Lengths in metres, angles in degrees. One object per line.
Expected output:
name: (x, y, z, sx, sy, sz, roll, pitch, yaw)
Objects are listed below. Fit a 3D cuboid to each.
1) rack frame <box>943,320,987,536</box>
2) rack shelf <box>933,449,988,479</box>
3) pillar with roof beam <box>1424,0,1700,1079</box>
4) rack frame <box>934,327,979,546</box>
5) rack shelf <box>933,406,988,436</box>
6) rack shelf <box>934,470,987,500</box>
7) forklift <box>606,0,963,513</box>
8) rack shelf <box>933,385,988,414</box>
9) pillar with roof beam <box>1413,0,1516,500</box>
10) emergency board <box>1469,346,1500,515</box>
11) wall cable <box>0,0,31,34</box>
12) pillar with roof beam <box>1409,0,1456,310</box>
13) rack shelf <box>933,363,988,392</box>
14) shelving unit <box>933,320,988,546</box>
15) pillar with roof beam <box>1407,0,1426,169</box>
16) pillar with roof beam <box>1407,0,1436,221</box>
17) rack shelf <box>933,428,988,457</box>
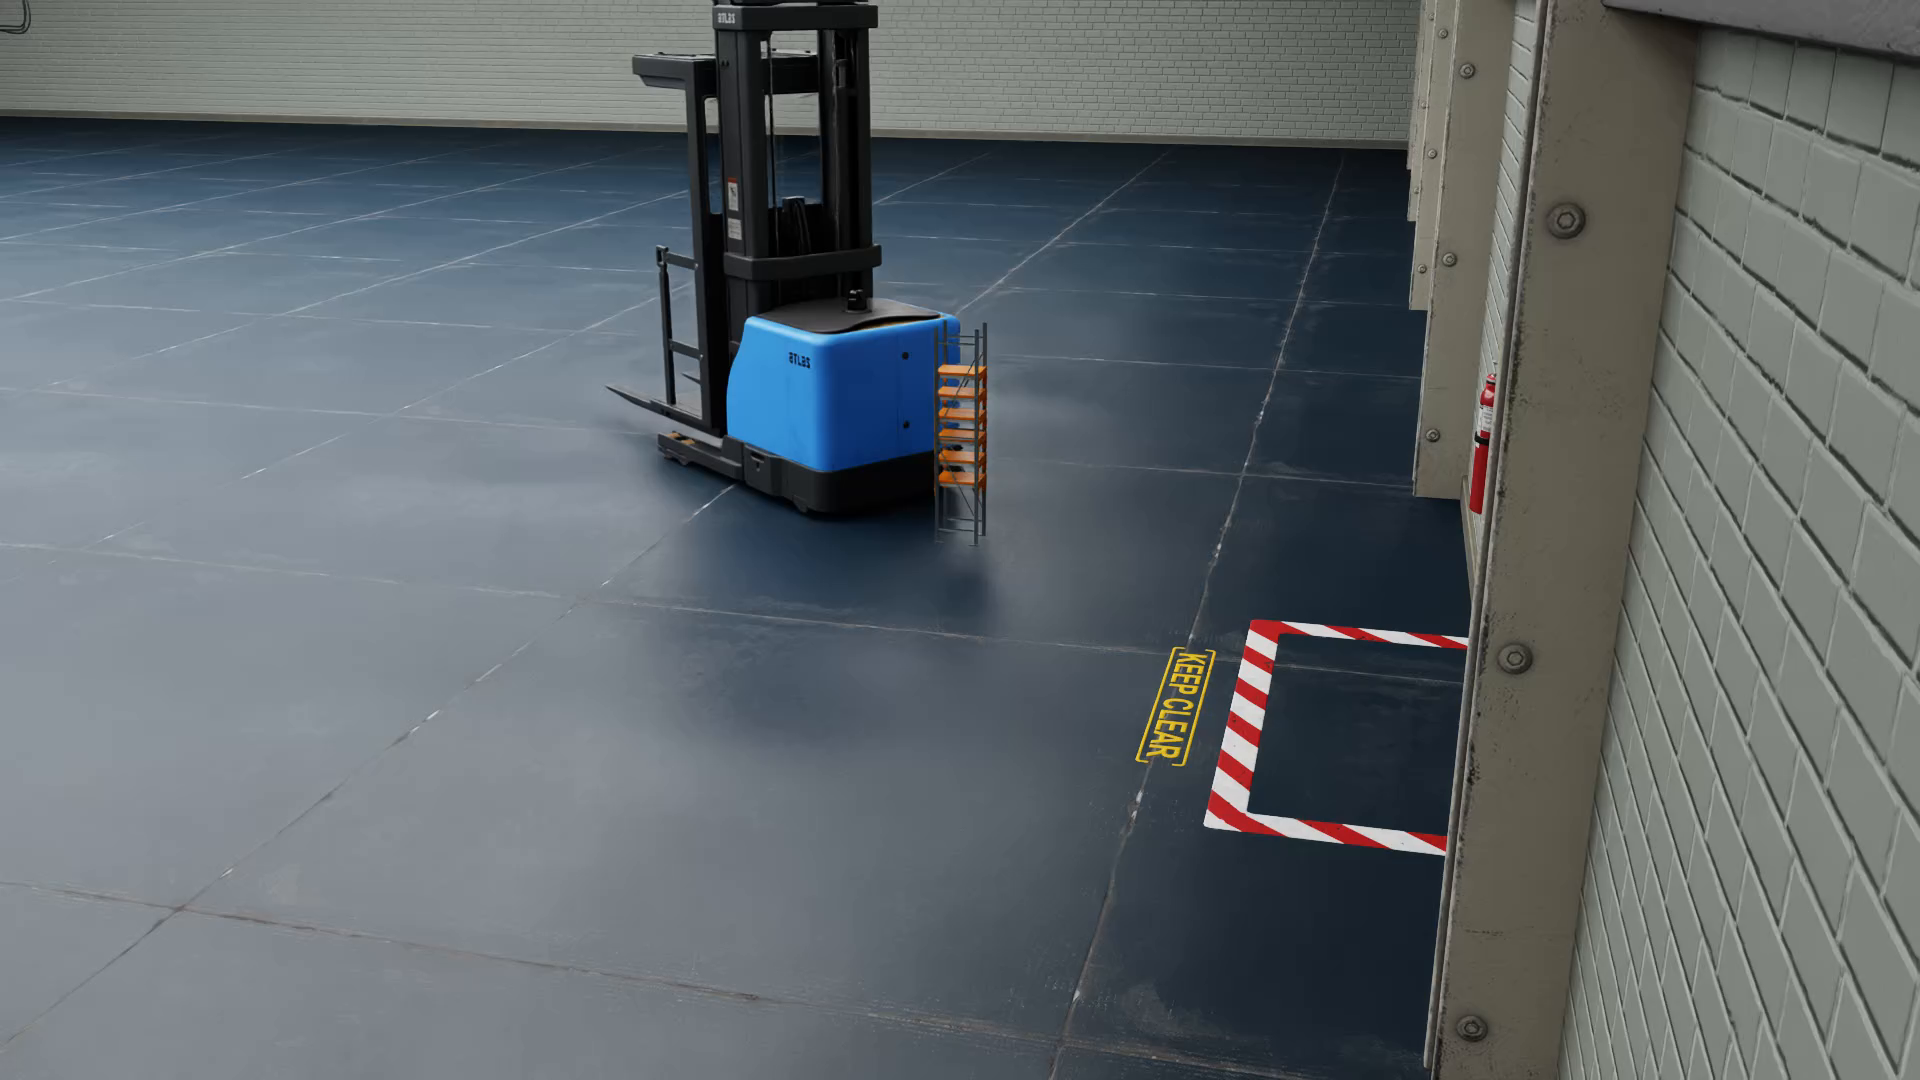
rack frame: (0.026, -0.601, 9.091, 0.240, 1.200, 0.006, 5, 19, 13)
rack shelf: (0.004, -0.417, 9.060, 0.258, 0.103, 0.180, 5, 19, 13)
pillar with roof beam: (-2.730, -3.030, 4.137, 9.100, 9.000, 0.400, 5, 19, 13)
rack frame: (-0.019, -0.544, 8.923, 0.240, 1.200, 0.006, 5, 19, 13)
rack shelf: (0.004, -0.644, 8.982, 0.258, 0.103, 0.180, 5, 19, 13)
rack shelf: (0.004, -0.303, 9.099, 0.258, 0.103, 0.180, 5, 19, 13)
forklift: (-1.291, -1.948, 10.357, 1.130, 2.935, 3.031, -14, 24, -36)
rack shelf: (0.004, -0.757, 8.944, 0.258, 0.103, 0.180, 5, 19, 13)
pillar with roof beam: (-1.264, -4.911, 9.643, 9.100, 9.000, 0.400, 5, 19, 13)
emergency board: (2.085, -0.623, 6.370, 0.194, 1.169, 0.643, 5, 19, 13)
wall cable: (-21.235, -12.050, 35.348, 3.097, 2.526, 0.112, 5, 19, 13)
pillar with roof beam: (0.202, -6.791, 15.149, 9.100, 9.000, 0.400, 5, 19, 13)
rack shelf: (0.004, -0.871, 8.905, 0.258, 0.103, 0.180, 5, 19, 13)
shelving unit: (0.004, -0.572, 9.007, 0.258, 1.200, 0.189, 5, 19, 13)
pillar with roof beam: (3.134, -10.553, 26.161, 9.100, 9.000, 0.400, 5, 19, 13)
pillar with roof beam: (1.668, -8.672, 20.655, 9.100, 9.000, 0.400, 5, 19, 13)
rack shelf: (0.004, -0.530, 9.021, 0.258, 0.103, 0.180, 5, 19, 13)
